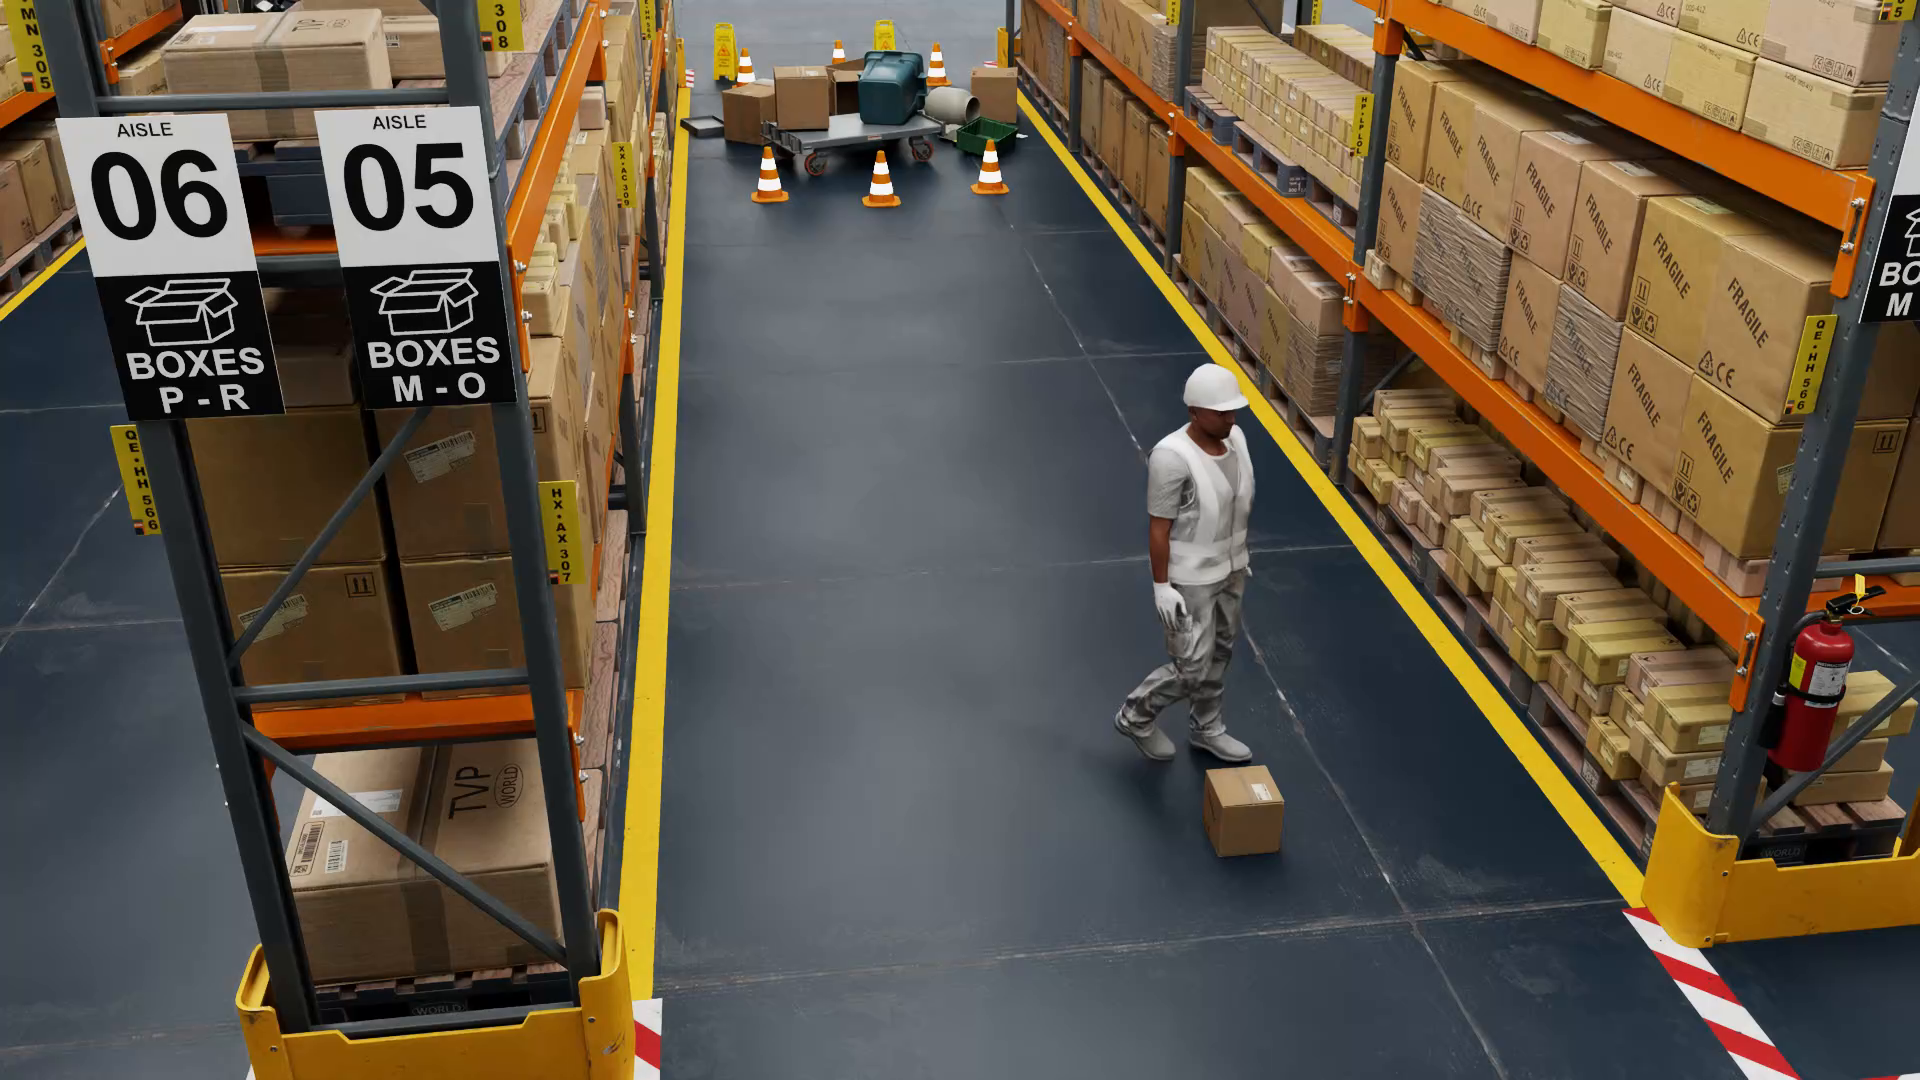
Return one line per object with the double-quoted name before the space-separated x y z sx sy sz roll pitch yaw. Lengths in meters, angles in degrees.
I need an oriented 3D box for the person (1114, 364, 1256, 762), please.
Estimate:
"person" 0.990 0.126 6.825 0.511 1.791 0.592 24 35 39
